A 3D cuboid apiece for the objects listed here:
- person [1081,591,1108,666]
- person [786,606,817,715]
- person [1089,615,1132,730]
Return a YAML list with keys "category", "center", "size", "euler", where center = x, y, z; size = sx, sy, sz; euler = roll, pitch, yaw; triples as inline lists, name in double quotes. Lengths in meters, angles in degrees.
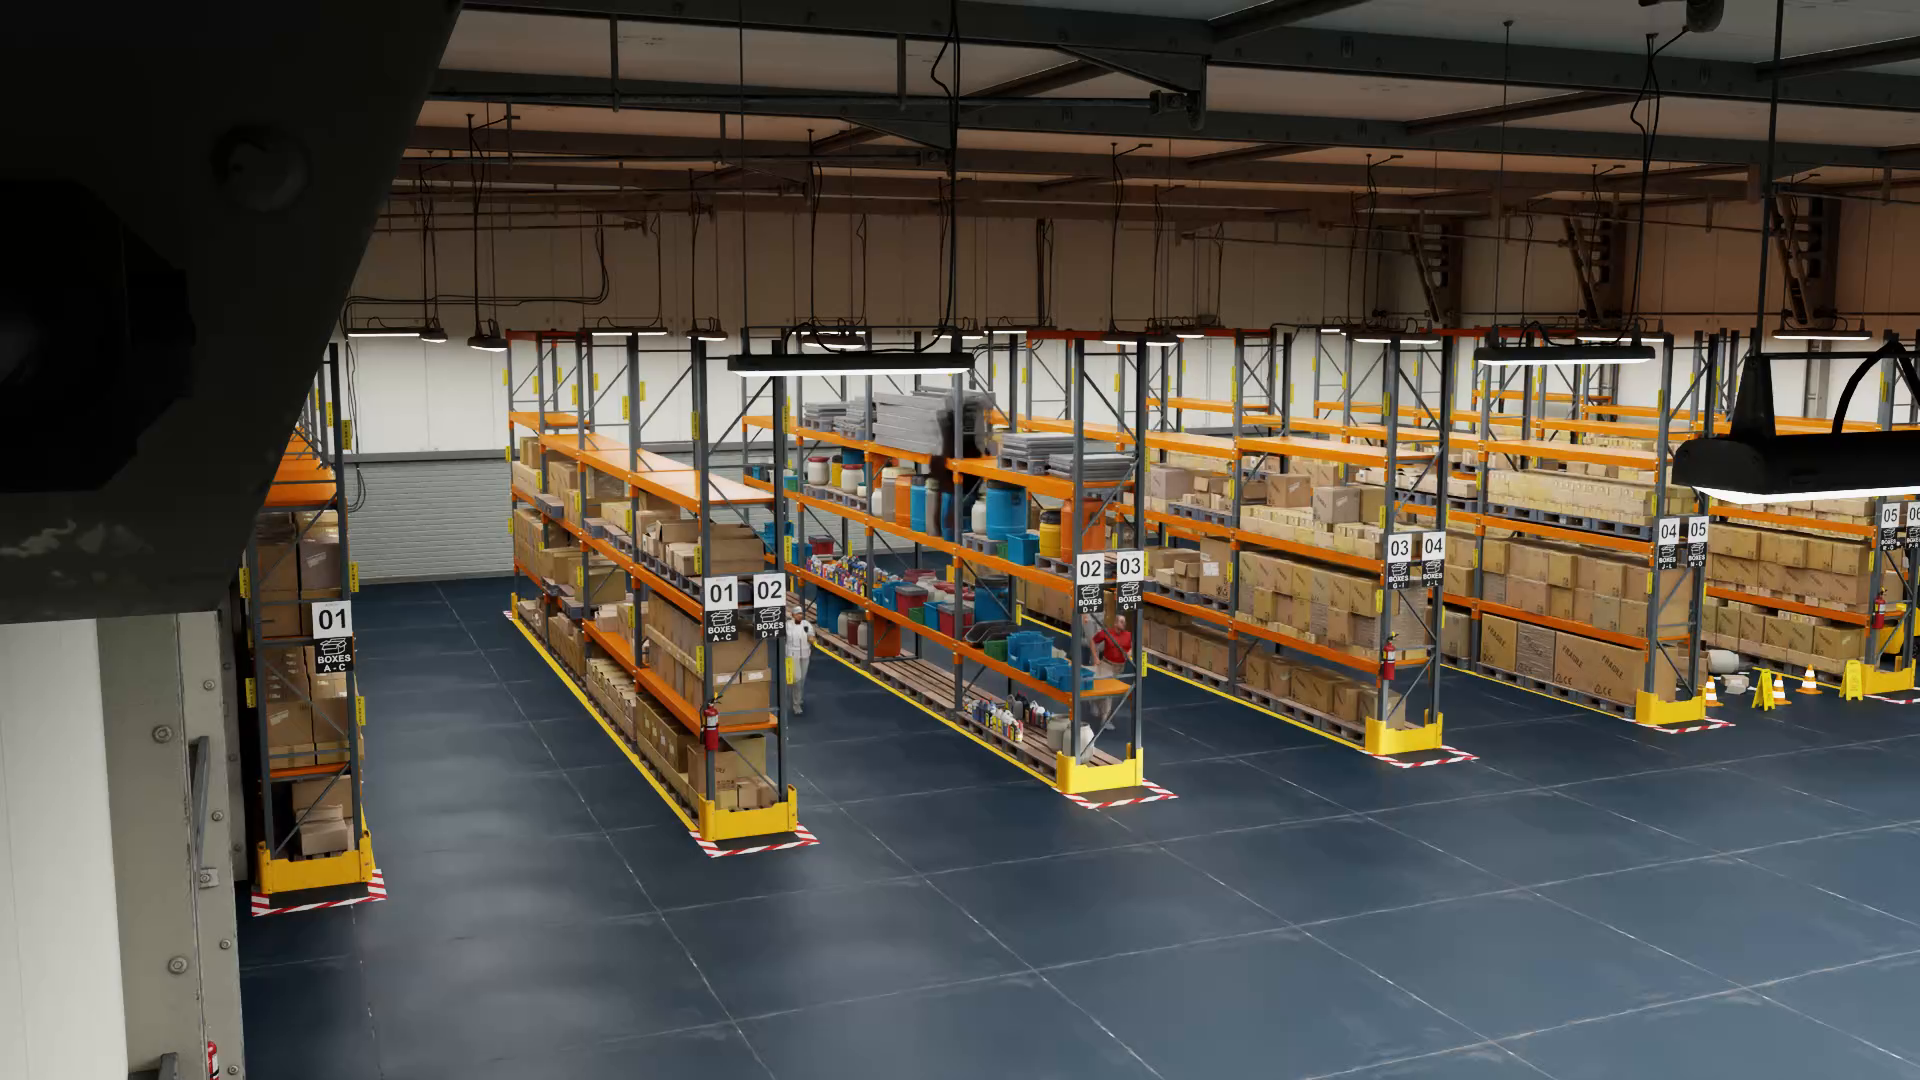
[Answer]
- category: "person"
  center: [2.352, 1.410, 30.046]
  size: [0.646, 1.740, 0.636]
  euler: [-5, 10, -35]
- category: "person"
  center: [-2.594, 1.893, 26.622]
  size: [0.603, 1.706, 0.738]
  euler: [-3, 8, -22]
- category: "person"
  center: [2.370, 1.987, 25.776]
  size: [0.707, 1.683, 0.949]
  euler: [-4, 9, -27]
